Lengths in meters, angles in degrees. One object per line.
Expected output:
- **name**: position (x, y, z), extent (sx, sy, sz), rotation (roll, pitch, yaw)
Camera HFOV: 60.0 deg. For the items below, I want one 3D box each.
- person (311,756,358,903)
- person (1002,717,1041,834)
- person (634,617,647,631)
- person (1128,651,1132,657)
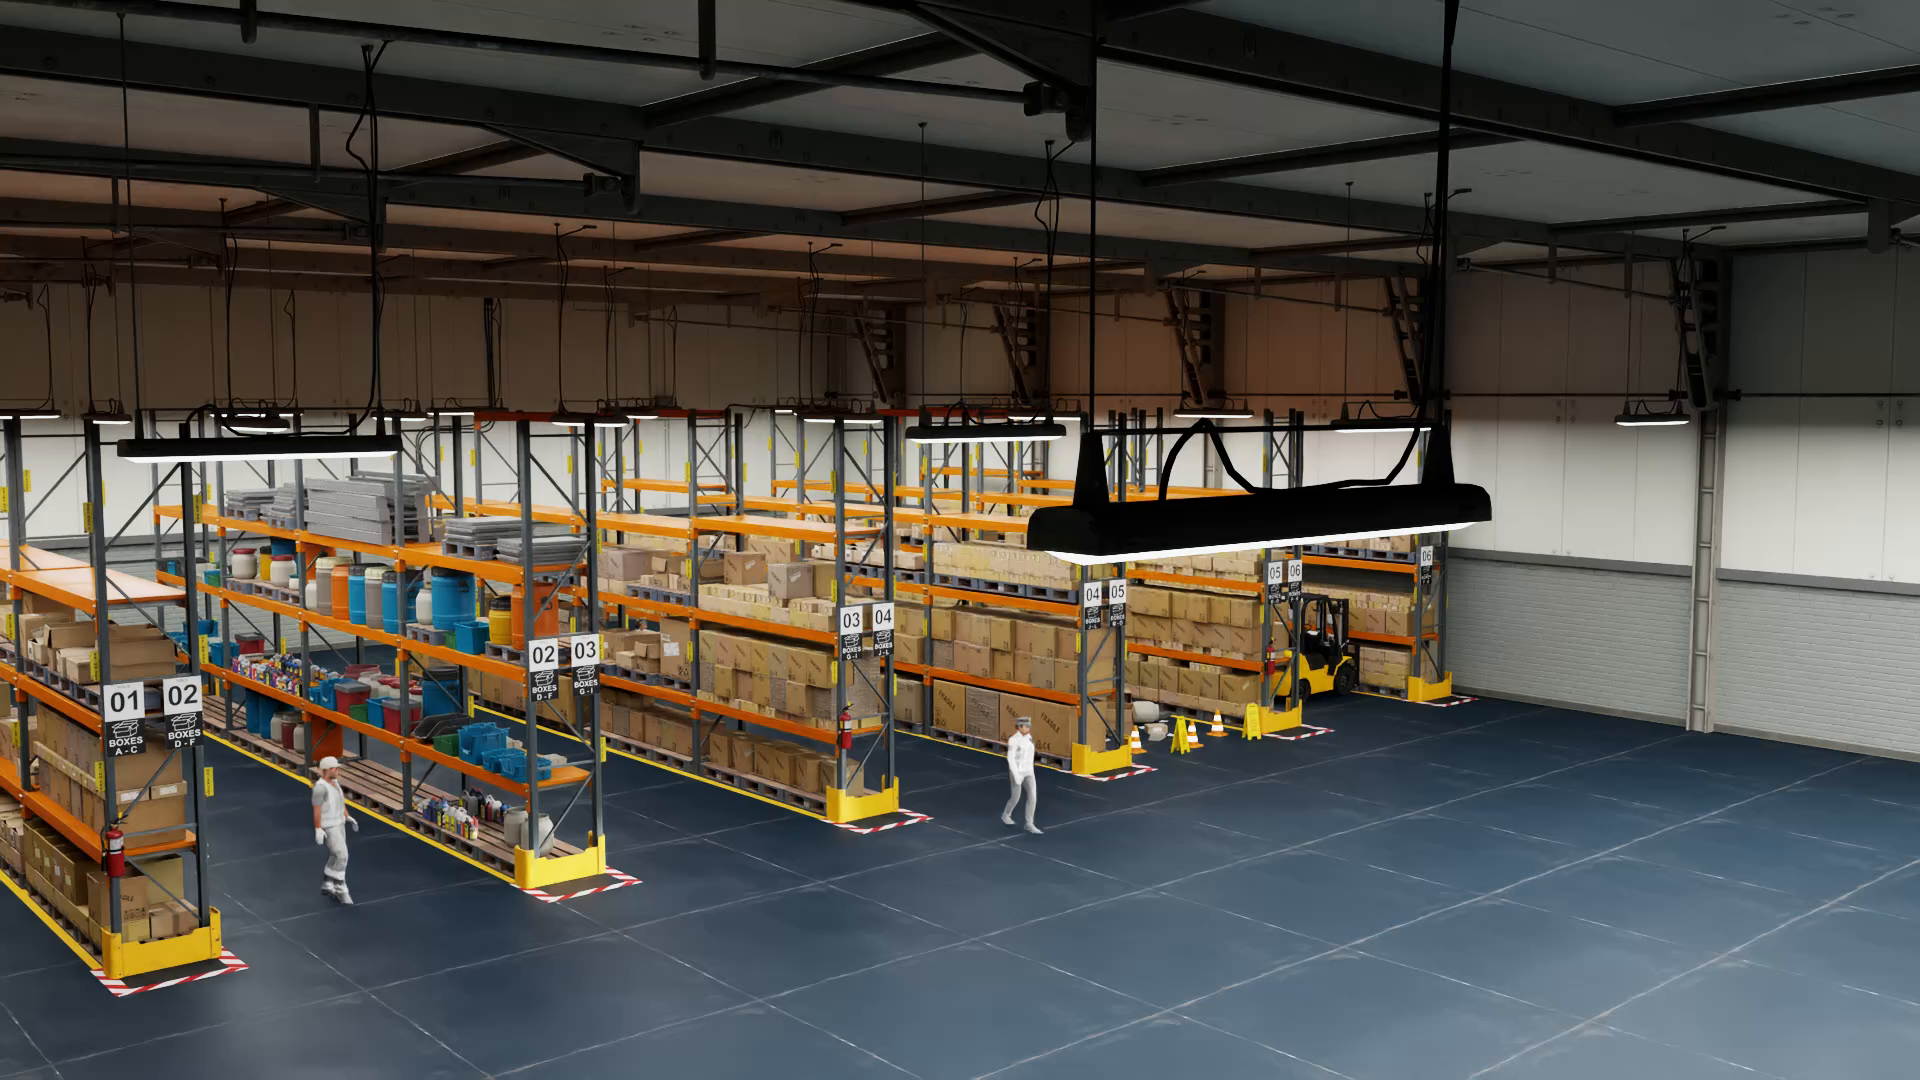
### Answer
- **person**: position (-7.809, 3.632, 20.834), extent (0.509, 1.847, 0.576), rotation (0, 5, 4)
- **person**: position (0.927, 3.402, 24.189), extent (0.563, 1.667, 0.705), rotation (-5, 7, -44)
- **person**: position (-6.675, 2.424, 34.951), extent (0.462, 1.617, 1.034), rotation (-4, 6, -38)
- **person**: position (3.738, 2.102, 38.281), extent (0.725, 1.695, 0.551), rotation (4, 6, 38)
